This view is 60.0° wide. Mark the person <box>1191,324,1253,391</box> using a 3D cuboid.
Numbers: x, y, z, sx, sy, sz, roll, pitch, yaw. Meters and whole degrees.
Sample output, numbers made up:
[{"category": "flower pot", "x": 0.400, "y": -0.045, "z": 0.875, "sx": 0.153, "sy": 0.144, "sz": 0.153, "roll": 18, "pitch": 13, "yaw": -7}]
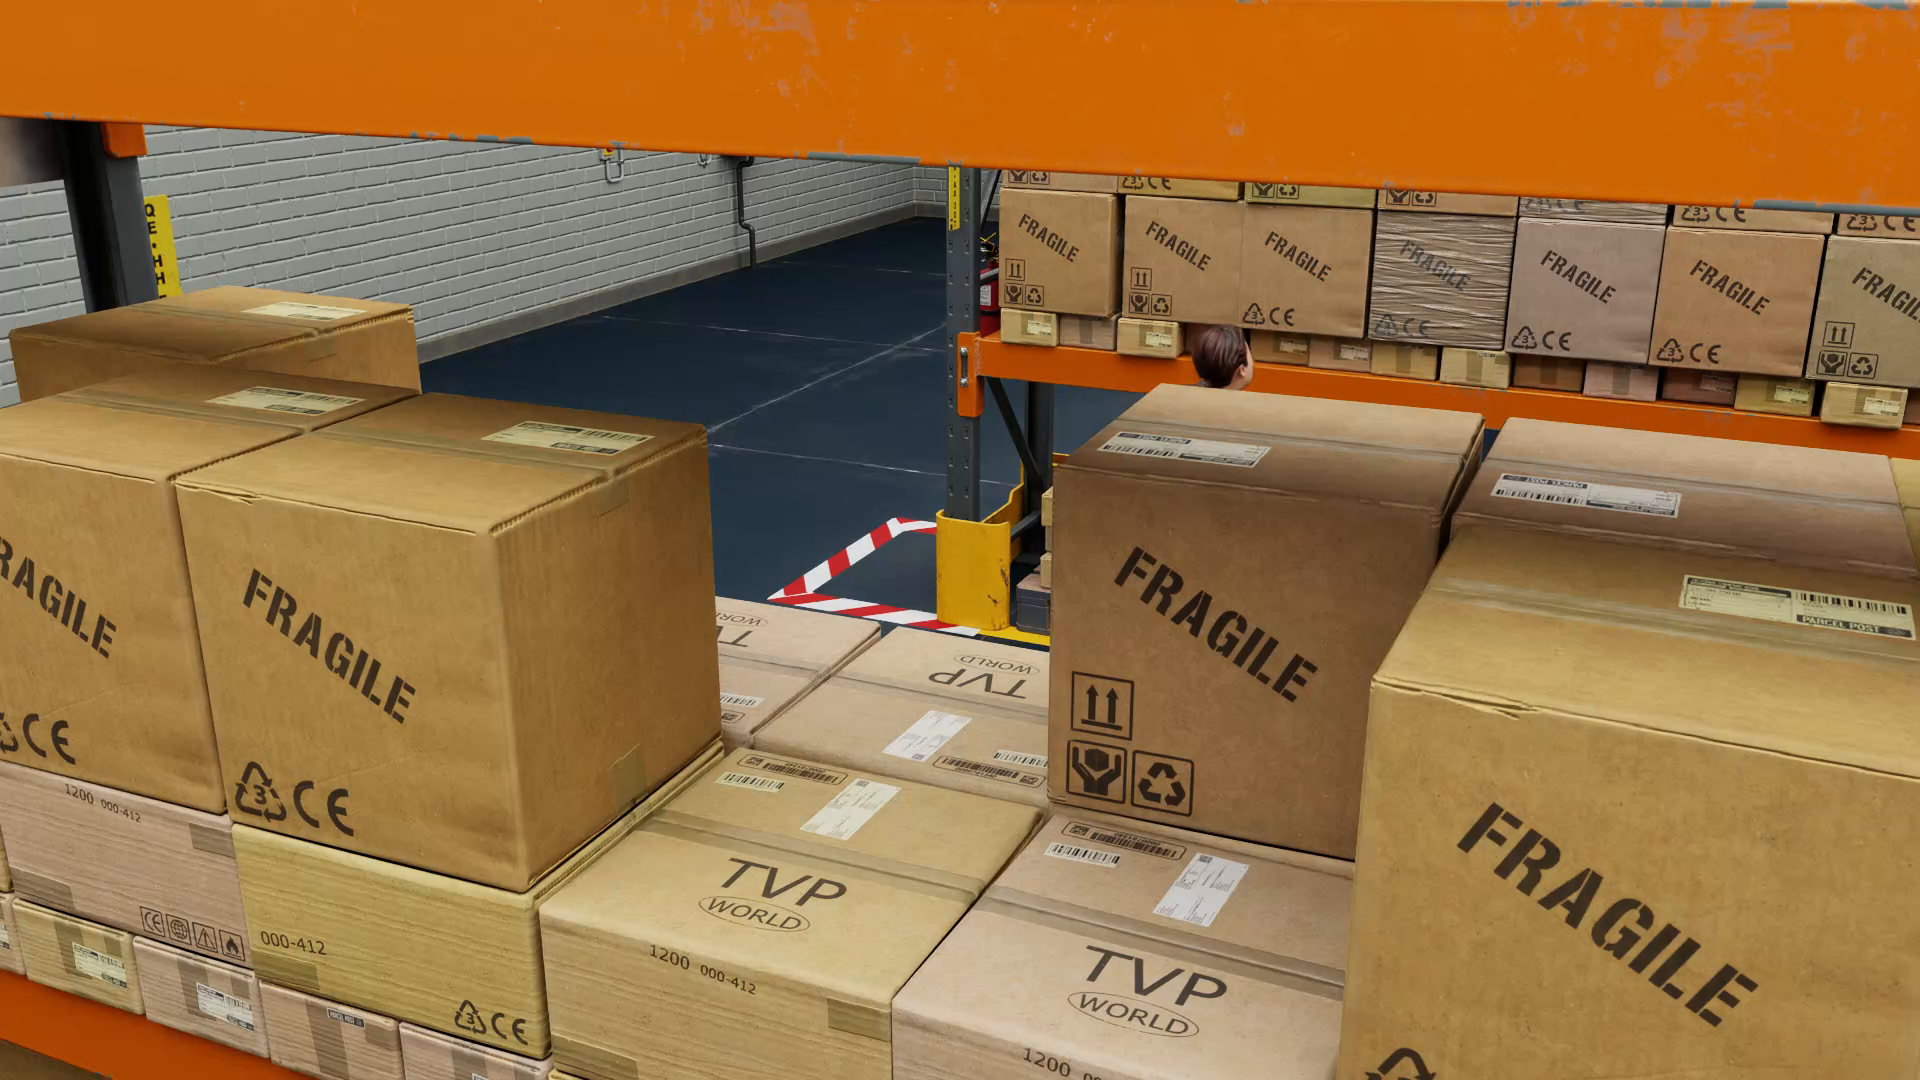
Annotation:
[{"category": "person", "x": 0.992, "y": 0.068, "z": 5.846, "sx": 0.488, "sy": 1.681, "sz": 0.525, "roll": -12, "pitch": 22, "yaw": -30}]
